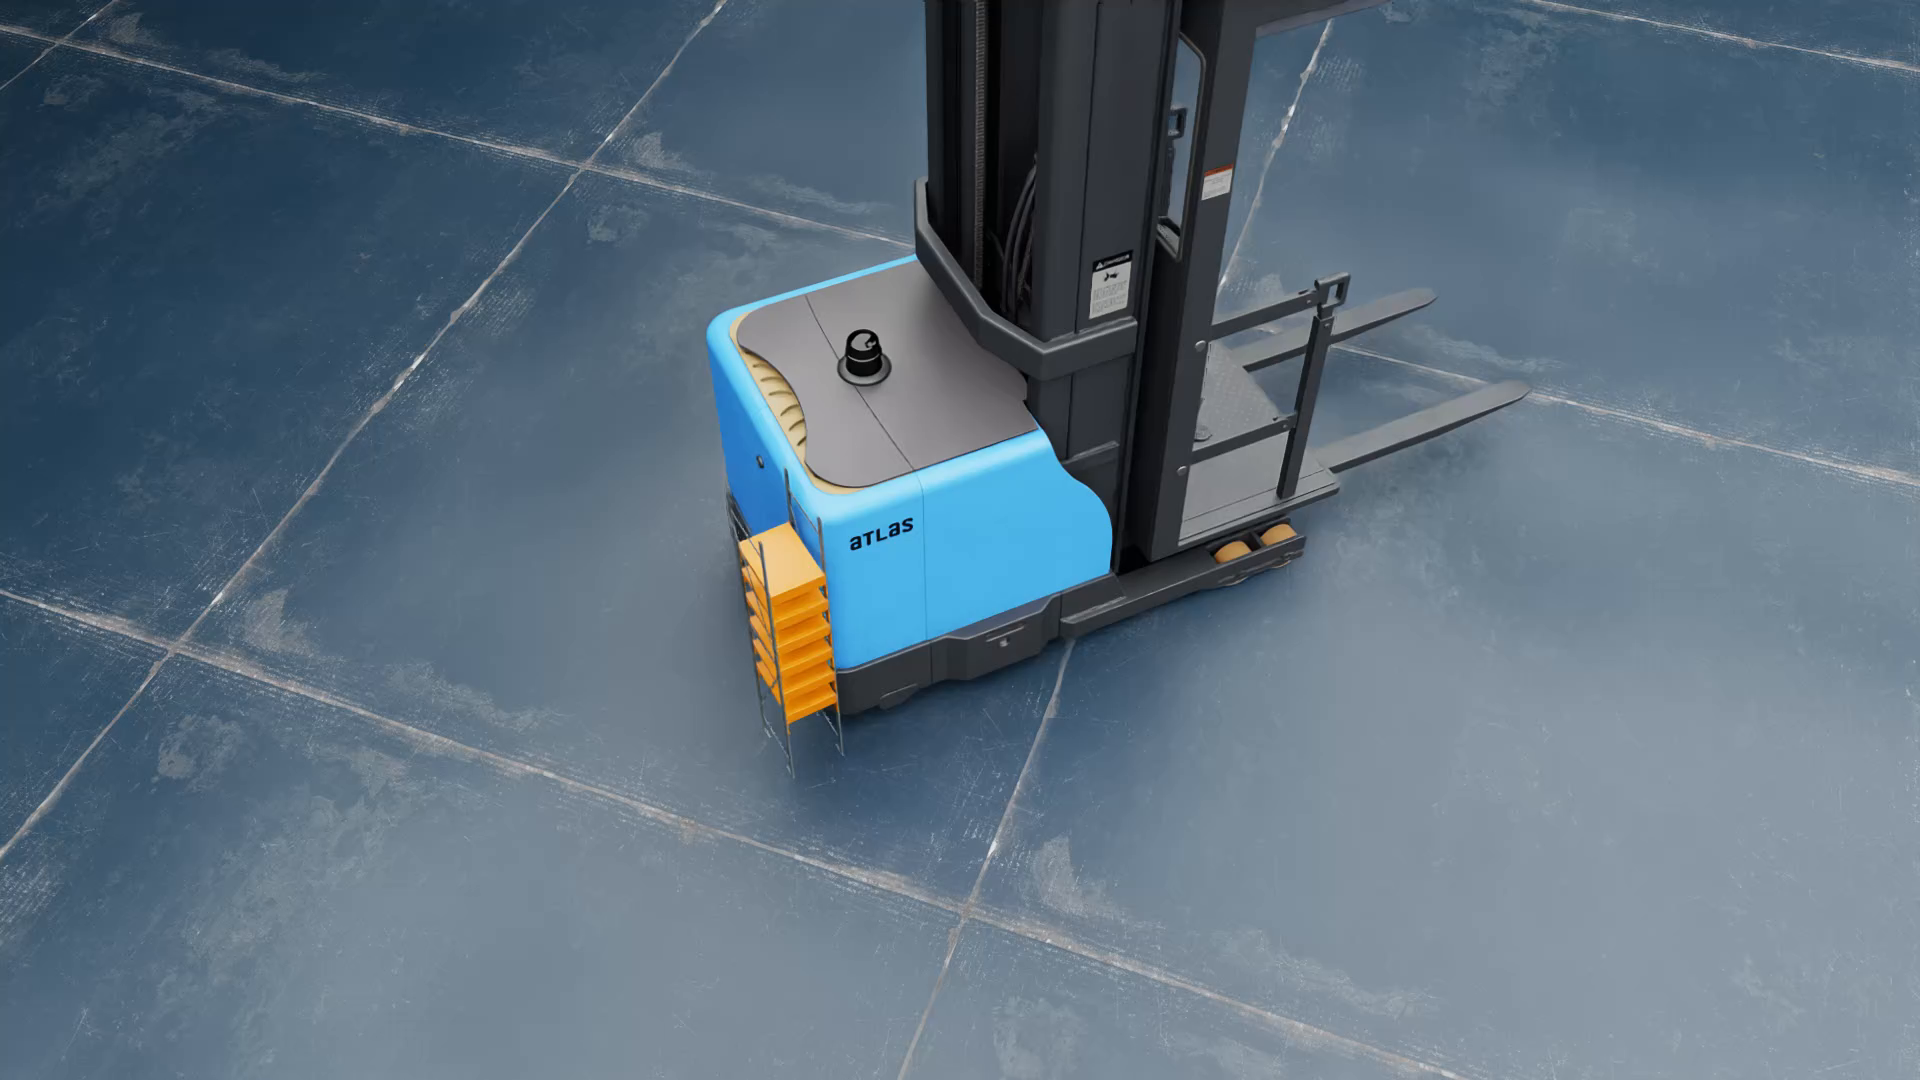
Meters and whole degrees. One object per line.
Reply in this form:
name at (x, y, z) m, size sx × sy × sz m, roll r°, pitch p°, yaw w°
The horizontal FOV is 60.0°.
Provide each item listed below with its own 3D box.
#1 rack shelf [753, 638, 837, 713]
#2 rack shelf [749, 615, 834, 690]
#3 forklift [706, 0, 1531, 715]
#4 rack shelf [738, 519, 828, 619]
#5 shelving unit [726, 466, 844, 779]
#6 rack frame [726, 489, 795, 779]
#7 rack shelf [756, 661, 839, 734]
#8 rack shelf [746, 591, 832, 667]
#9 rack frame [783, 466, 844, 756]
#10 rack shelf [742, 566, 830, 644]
rack shelf at (-0.534, 0.400, 5.327) m, size 0.180 × 0.103 × 0.258 m, roll -23°, pitch 53°, yaw -19°
rack shelf at (-0.534, 0.321, 5.236) m, size 0.180 × 0.103 × 0.258 m, roll -23°, pitch 53°, yaw -19°
forklift at (0.708, -1.138, 5.297) m, size 3.031 × 2.935 × 1.130 m, roll -20°, pitch 52°, yaw -16°
rack shelf at (-0.534, 0.085, 4.964) m, size 0.180 × 0.103 × 0.258 m, roll -23°, pitch 53°, yaw -19°
shelving unit at (-0.534, 0.292, 5.203) m, size 0.189 × 1.200 × 0.258 m, roll -23°, pitch 53°, yaw -19°
rack frame at (-0.614, 0.326, 5.173) m, size 0.006 × 1.200 × 0.240 m, roll -23°, pitch 53°, yaw -19°
rack shelf at (-0.534, 0.478, 5.418) m, size 0.180 × 0.103 × 0.258 m, roll -23°, pitch 53°, yaw -19°
rack shelf at (-0.534, 0.242, 5.146) m, size 0.180 × 0.103 × 0.258 m, roll -23°, pitch 53°, yaw -19°
rack frame at (-0.454, 0.258, 5.233) m, size 0.006 × 1.200 × 0.240 m, roll -23°, pitch 53°, yaw -19°
rack shelf at (-0.534, 0.164, 5.055) m, size 0.180 × 0.103 × 0.258 m, roll -23°, pitch 53°, yaw -19°
